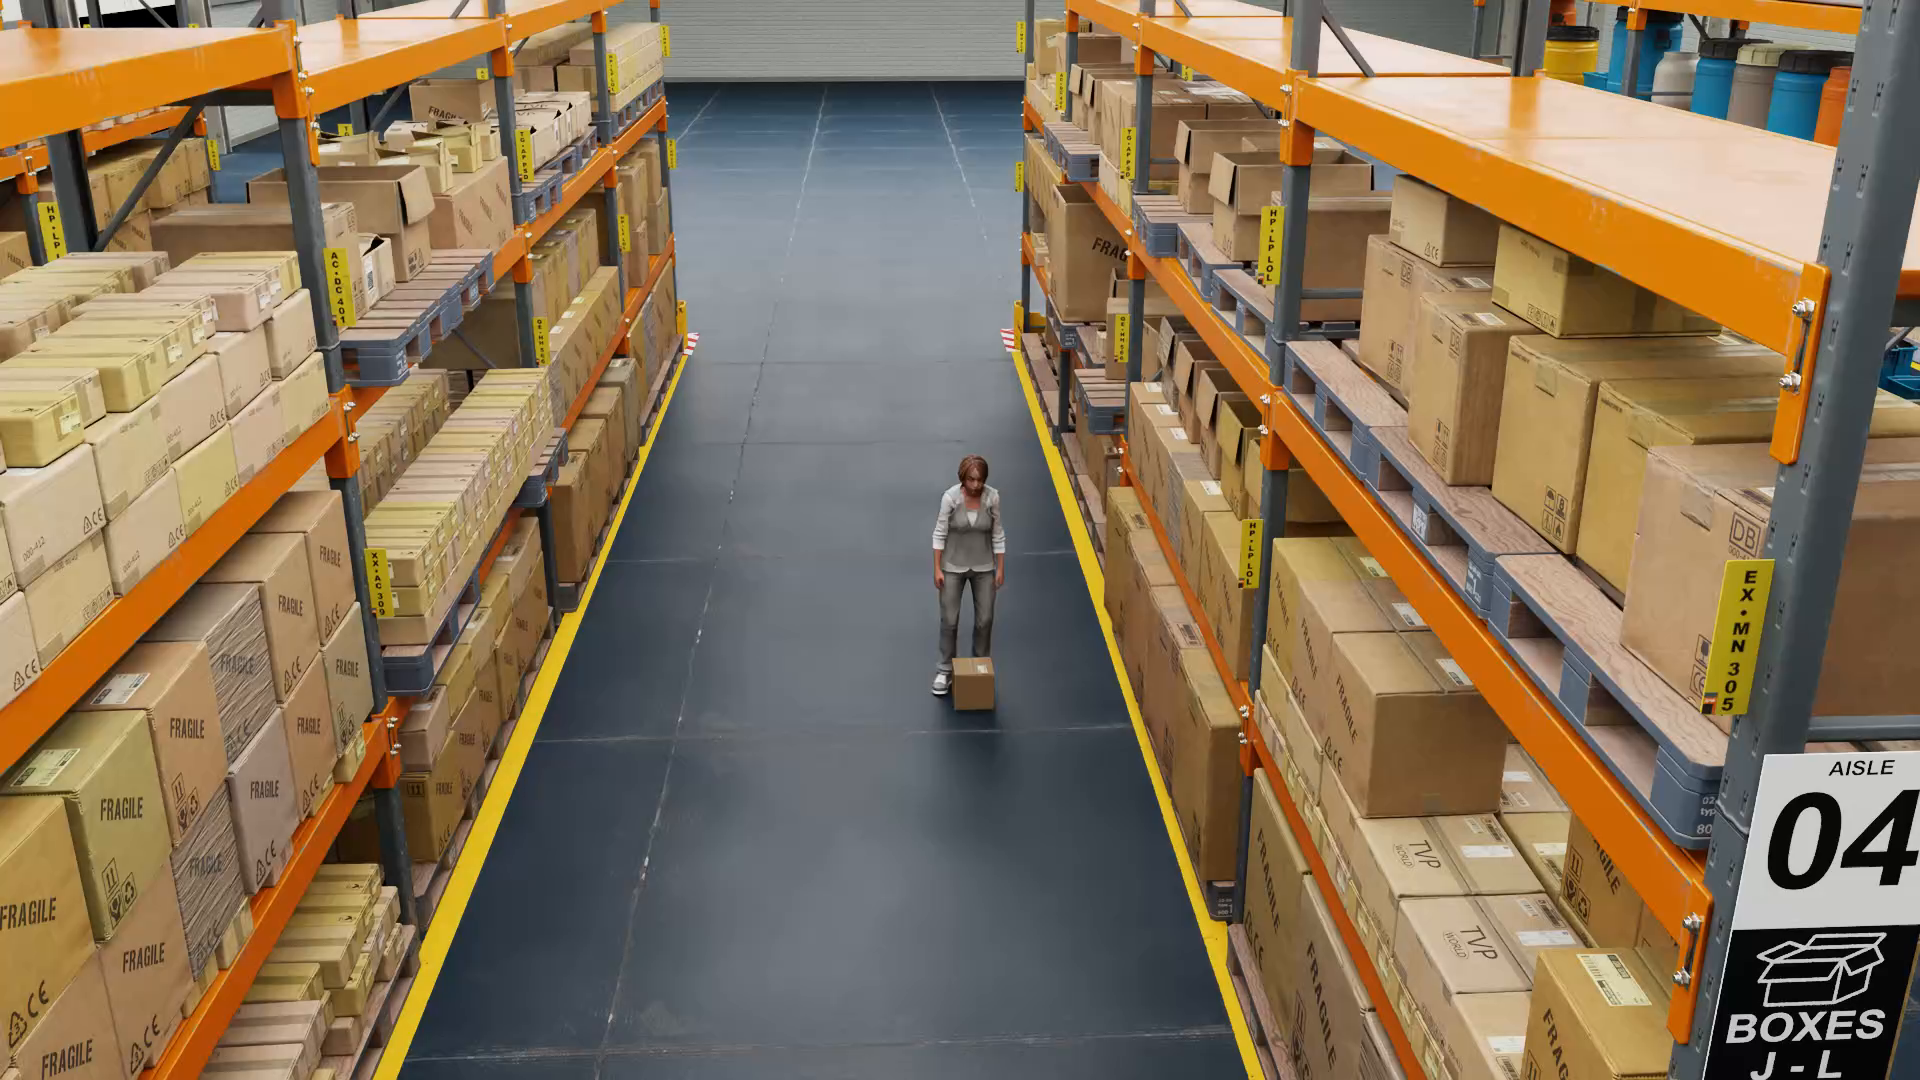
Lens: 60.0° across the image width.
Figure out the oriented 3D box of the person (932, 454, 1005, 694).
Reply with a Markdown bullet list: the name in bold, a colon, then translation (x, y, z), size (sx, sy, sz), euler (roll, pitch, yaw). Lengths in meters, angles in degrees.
- **person**: translation (0.051, 0.203, 10.559), size (0.482, 1.592, 0.347), euler (-2, 21, -6)
